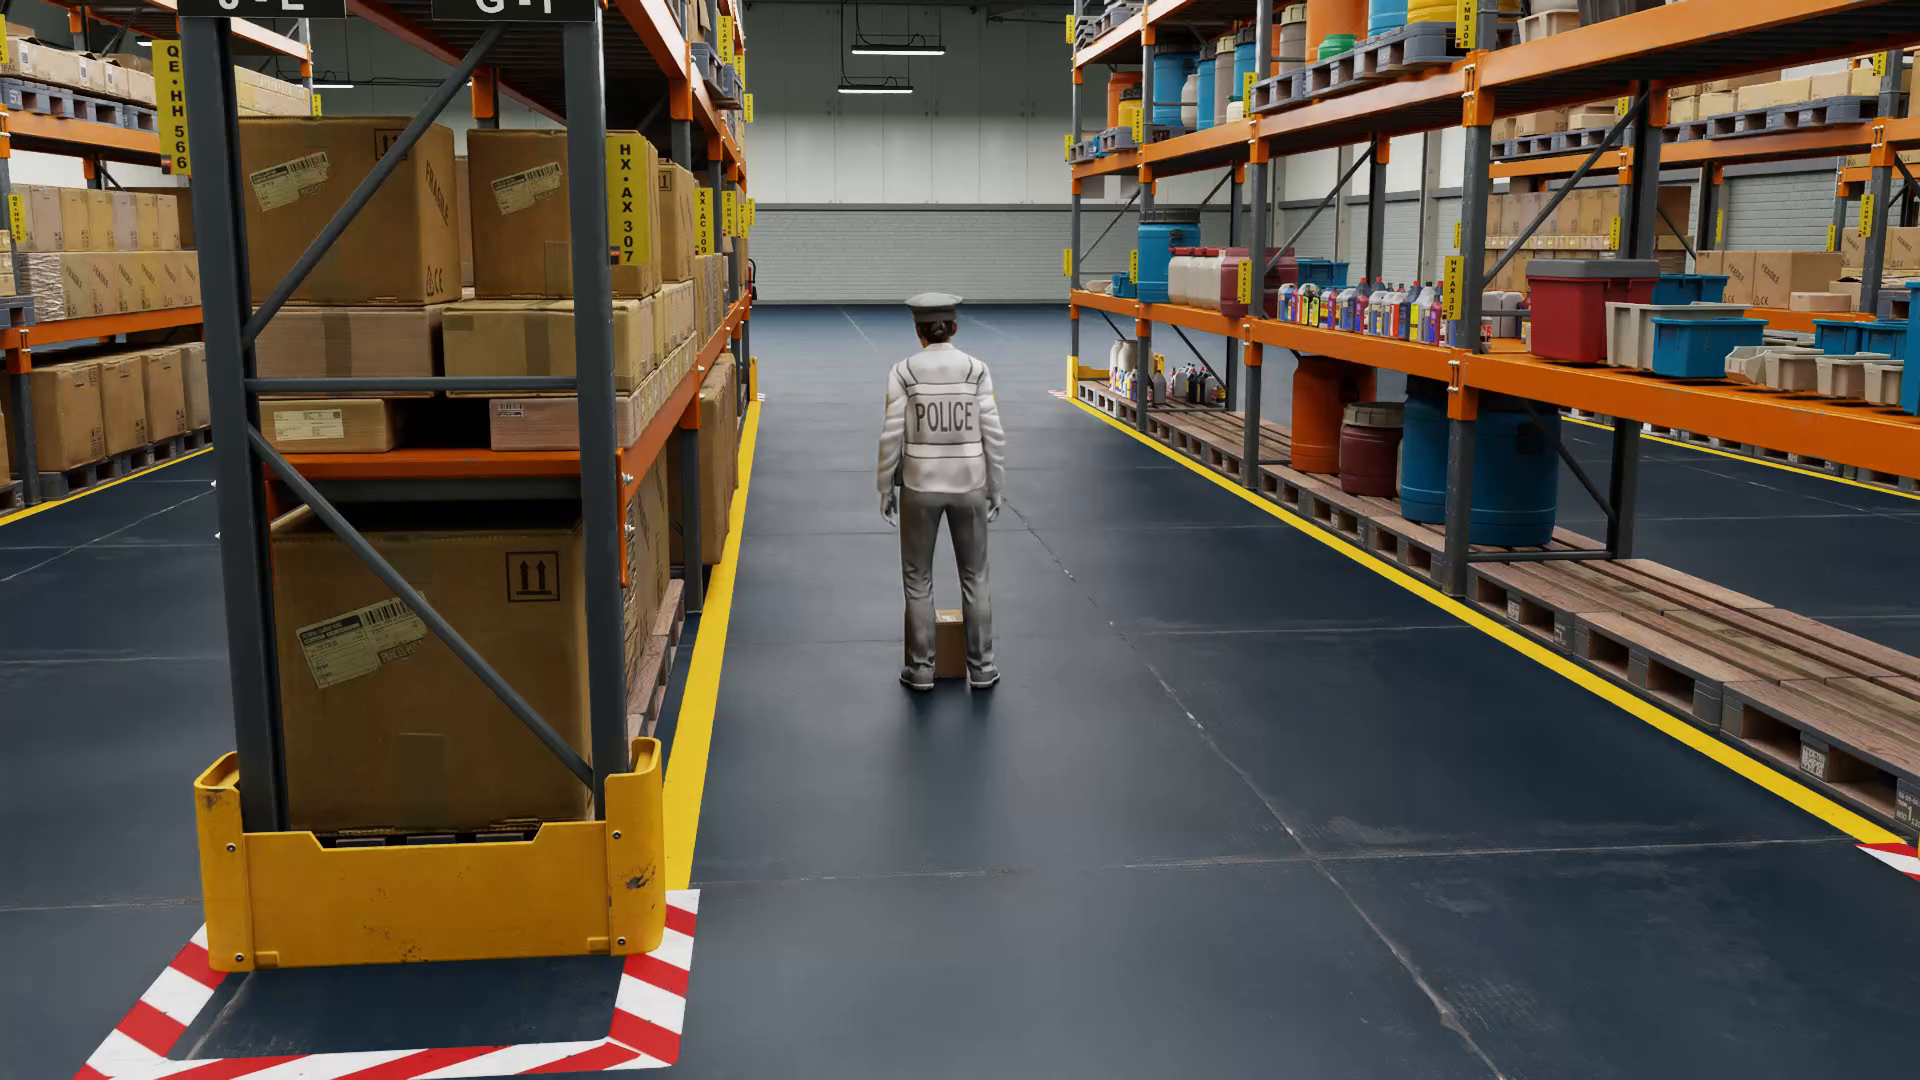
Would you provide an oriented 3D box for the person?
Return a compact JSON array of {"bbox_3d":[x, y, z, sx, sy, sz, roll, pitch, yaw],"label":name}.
[{"bbox_3d":[-0.079,-0.196,6.995,0.537,1.663,0.377,-1,10,-7],"label":"person"}]
